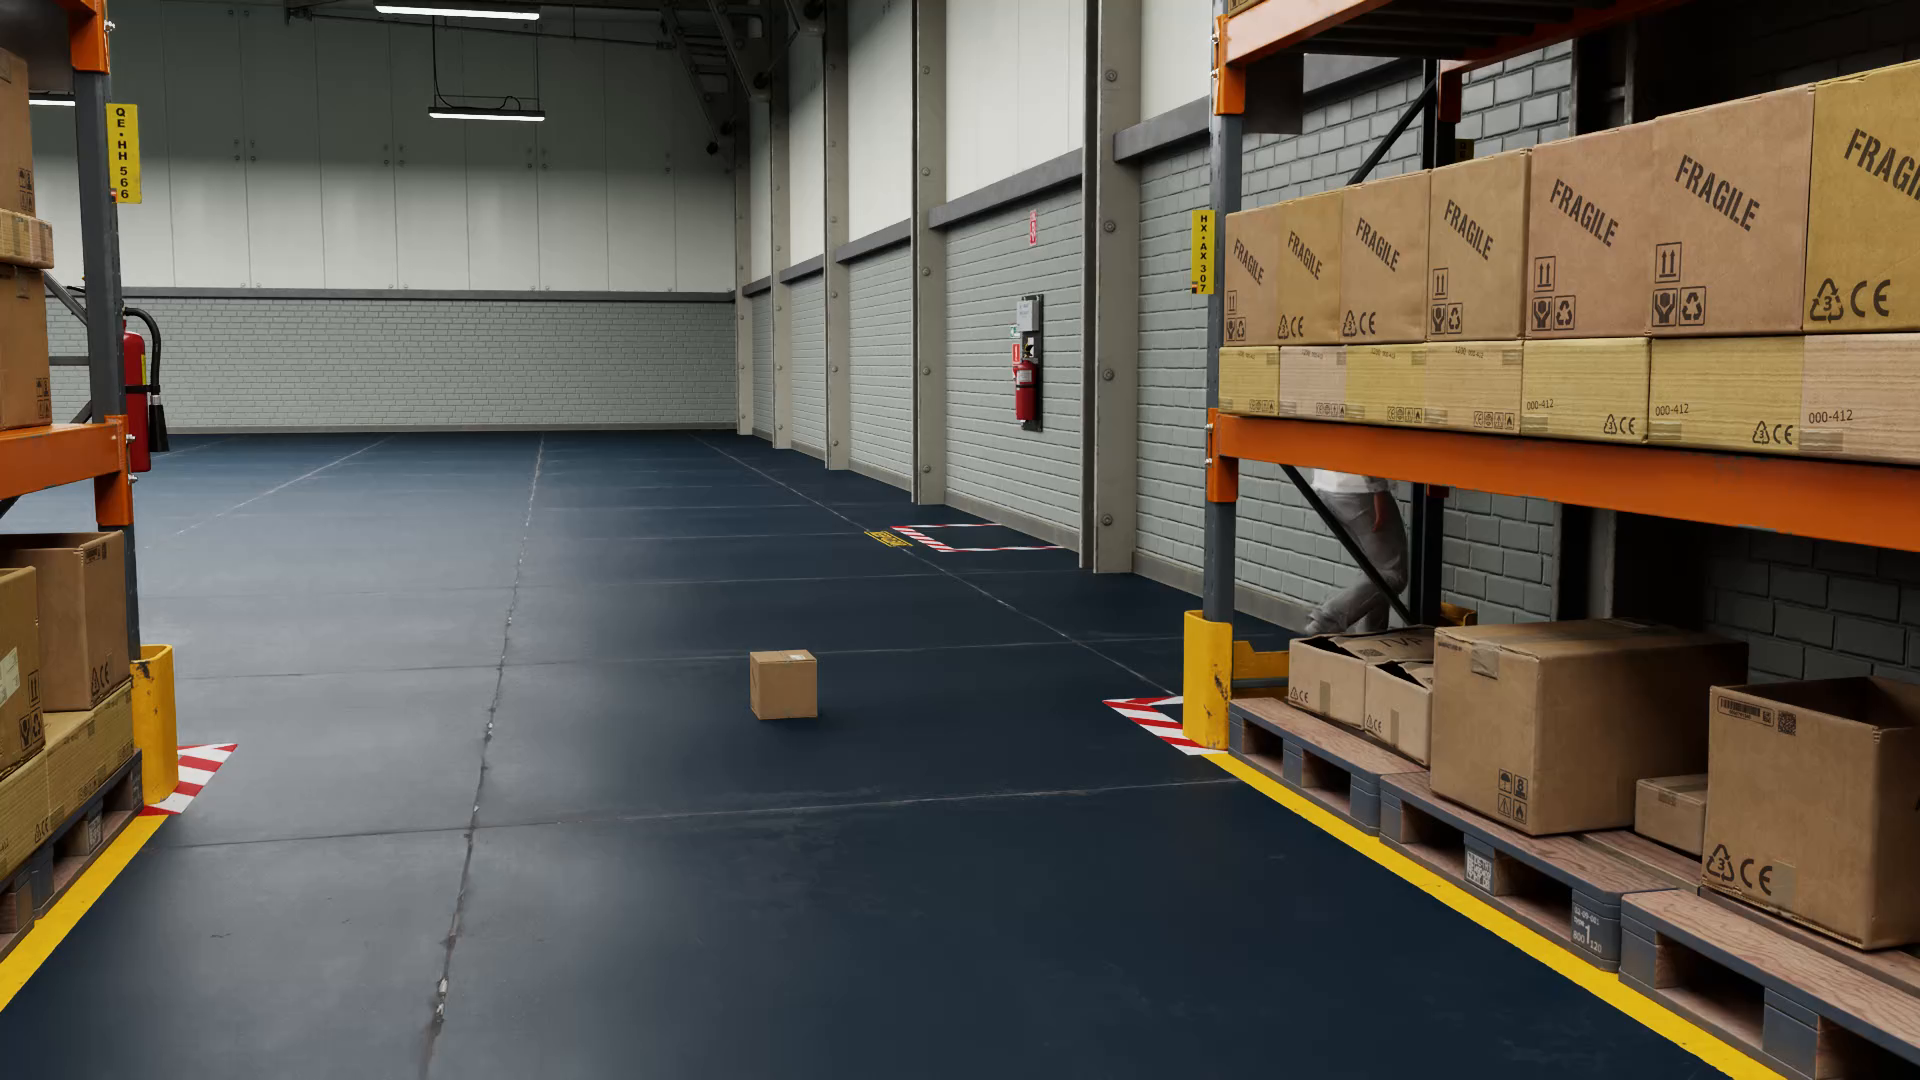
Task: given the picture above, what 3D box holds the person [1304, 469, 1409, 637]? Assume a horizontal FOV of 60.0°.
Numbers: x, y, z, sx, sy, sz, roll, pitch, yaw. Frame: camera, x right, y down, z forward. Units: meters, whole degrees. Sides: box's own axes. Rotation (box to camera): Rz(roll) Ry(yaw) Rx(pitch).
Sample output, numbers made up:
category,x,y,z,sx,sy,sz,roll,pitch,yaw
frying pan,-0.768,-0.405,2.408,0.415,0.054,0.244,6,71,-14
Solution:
category,x,y,z,sx,sy,sz,roll,pitch,yaw
person,1.932,-0.244,7.944,0.691,1.734,0.558,-1,6,-14
